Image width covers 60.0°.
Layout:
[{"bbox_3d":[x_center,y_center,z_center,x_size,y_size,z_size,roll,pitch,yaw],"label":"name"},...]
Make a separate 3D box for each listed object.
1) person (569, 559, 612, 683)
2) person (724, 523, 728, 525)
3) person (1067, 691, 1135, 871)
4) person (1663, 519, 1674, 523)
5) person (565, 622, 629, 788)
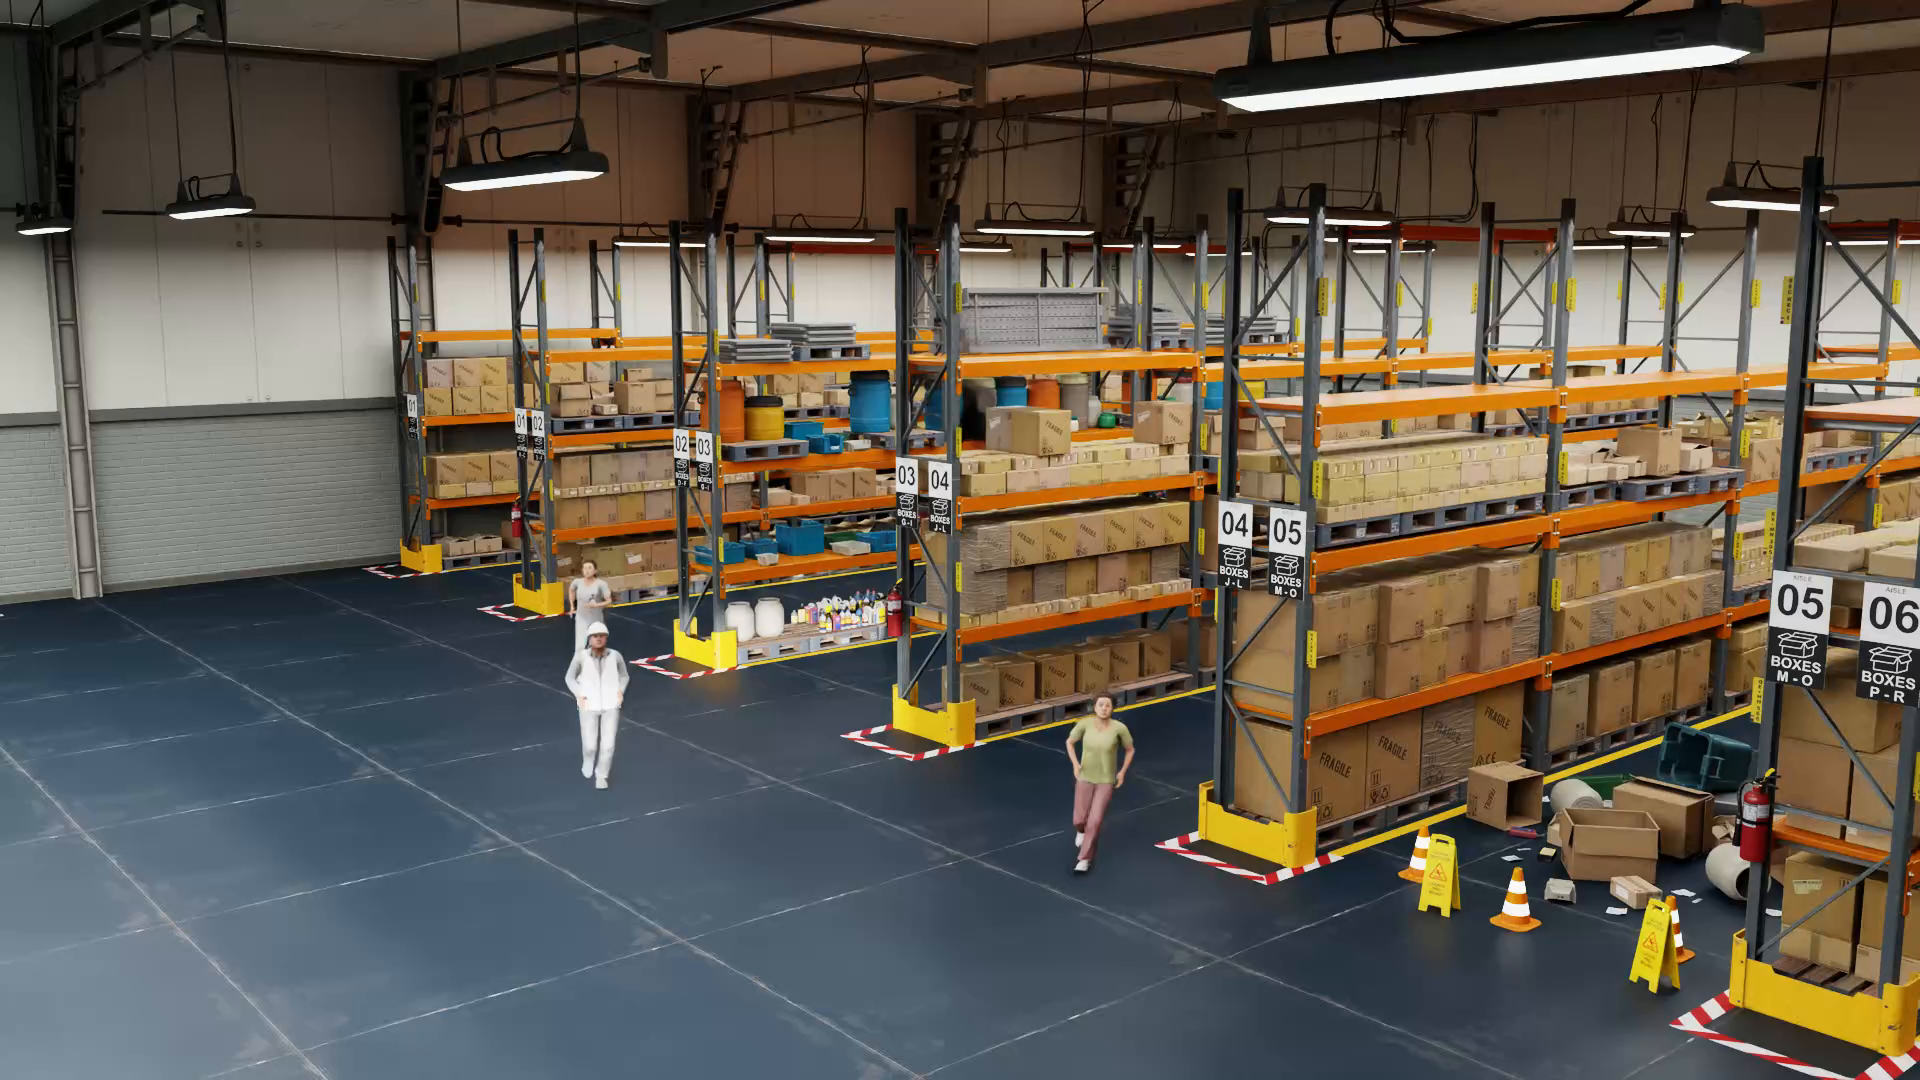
[{"bbox_3d":[-4.736,1.066,21.357,0.552,1.694,0.742,-1,9,-7],"label":"person"},{"bbox_3d":[-4.520,-0.383,31.181,0.866,1.597,0.587,-8,12,-43],"label":"person"},{"bbox_3d":[1.246,2.125,14.814,0.612,1.602,0.579,2,9,11],"label":"person"},{"bbox_3d":[10.684,0.501,25.132,0.679,1.658,0.639,-7,11,-37],"label":"person"},{"bbox_3d":[-3.706,1.697,17.105,0.643,1.726,0.576,-3,9,-19],"label":"person"}]
